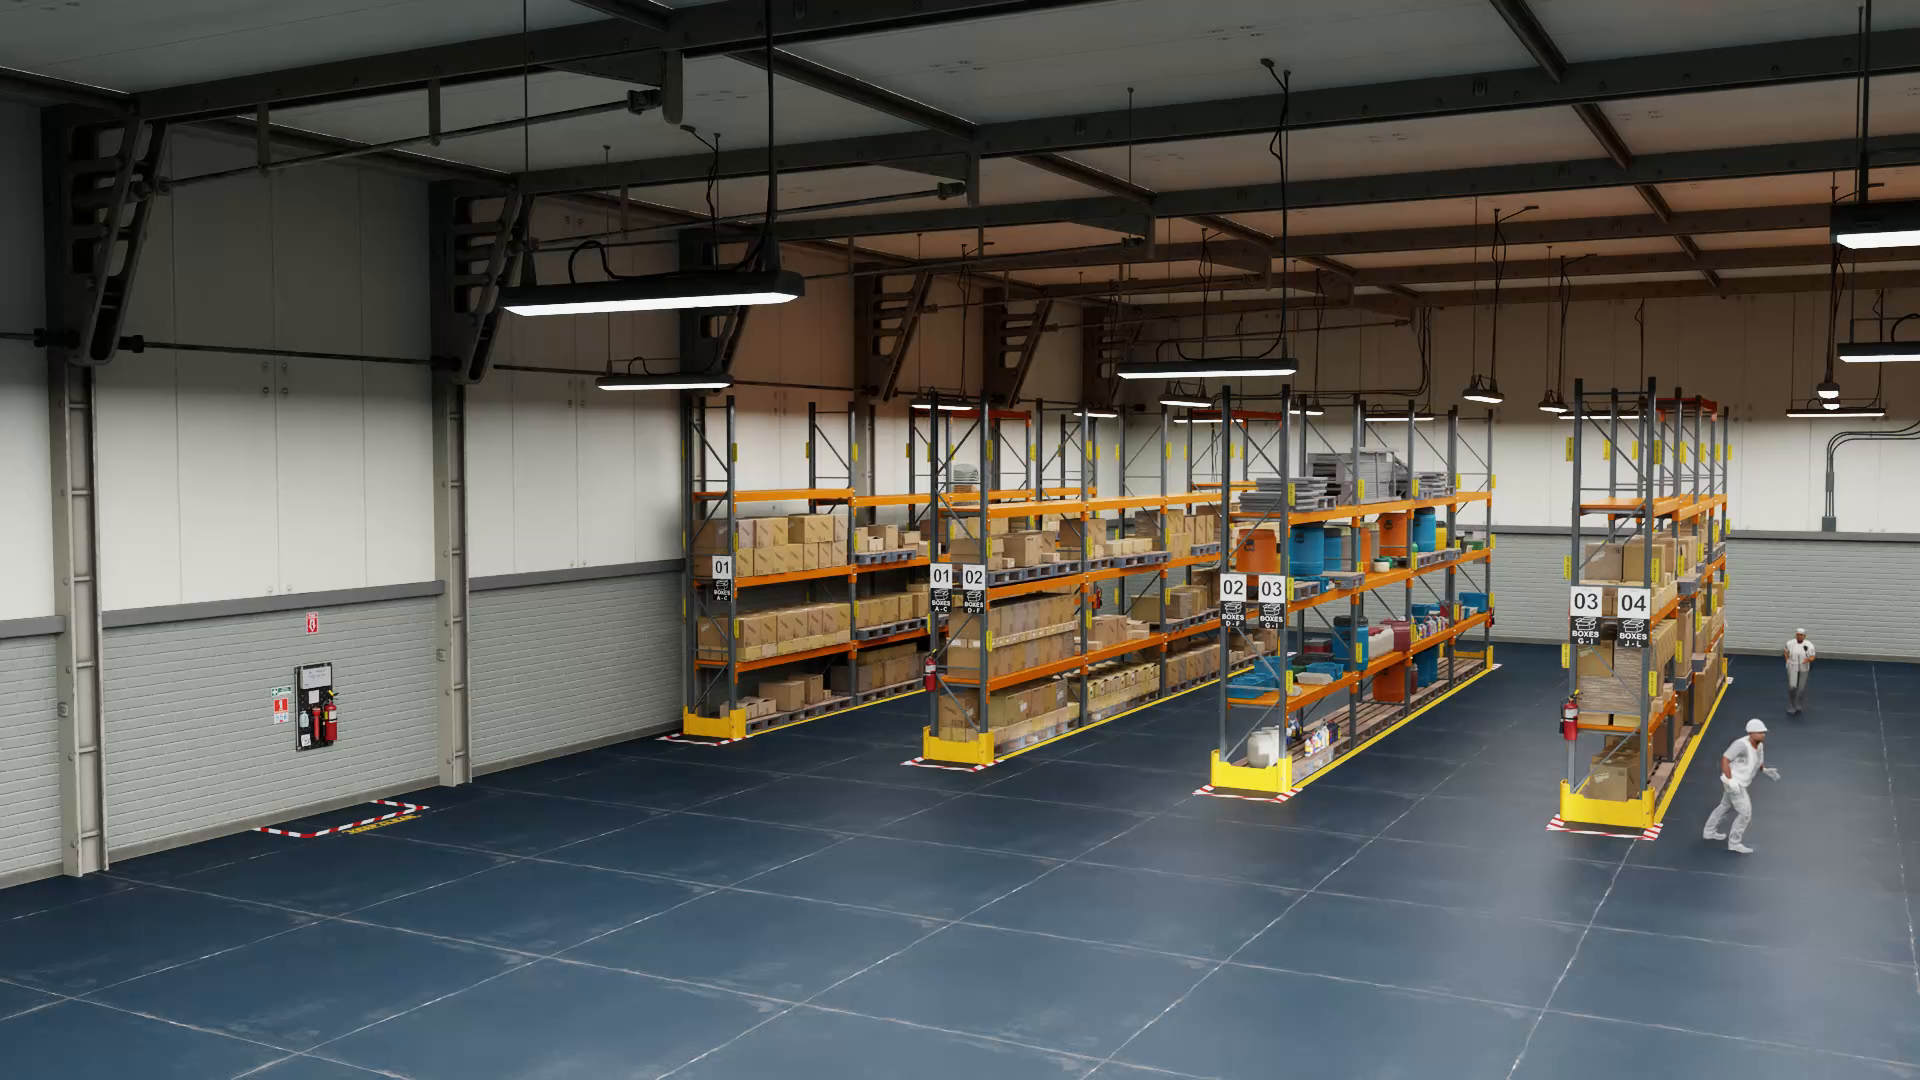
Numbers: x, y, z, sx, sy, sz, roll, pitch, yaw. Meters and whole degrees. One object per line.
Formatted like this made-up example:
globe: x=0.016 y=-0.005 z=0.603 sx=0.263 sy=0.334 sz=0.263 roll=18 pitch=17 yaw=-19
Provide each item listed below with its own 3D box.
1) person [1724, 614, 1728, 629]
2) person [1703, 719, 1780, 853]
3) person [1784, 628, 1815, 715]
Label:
person: x=17.425 y=2.194 z=38.421 sx=0.578 sy=1.547 sz=0.809 roll=2 pitch=3 yaw=29
person: x=9.780 y=3.060 z=20.889 sx=0.919 sy=1.698 sz=0.719 roll=3 pitch=4 yaw=42
person: x=16.083 y=2.519 z=31.855 sx=0.494 sy=1.684 sz=0.779 roll=1 pitch=3 yaw=19
